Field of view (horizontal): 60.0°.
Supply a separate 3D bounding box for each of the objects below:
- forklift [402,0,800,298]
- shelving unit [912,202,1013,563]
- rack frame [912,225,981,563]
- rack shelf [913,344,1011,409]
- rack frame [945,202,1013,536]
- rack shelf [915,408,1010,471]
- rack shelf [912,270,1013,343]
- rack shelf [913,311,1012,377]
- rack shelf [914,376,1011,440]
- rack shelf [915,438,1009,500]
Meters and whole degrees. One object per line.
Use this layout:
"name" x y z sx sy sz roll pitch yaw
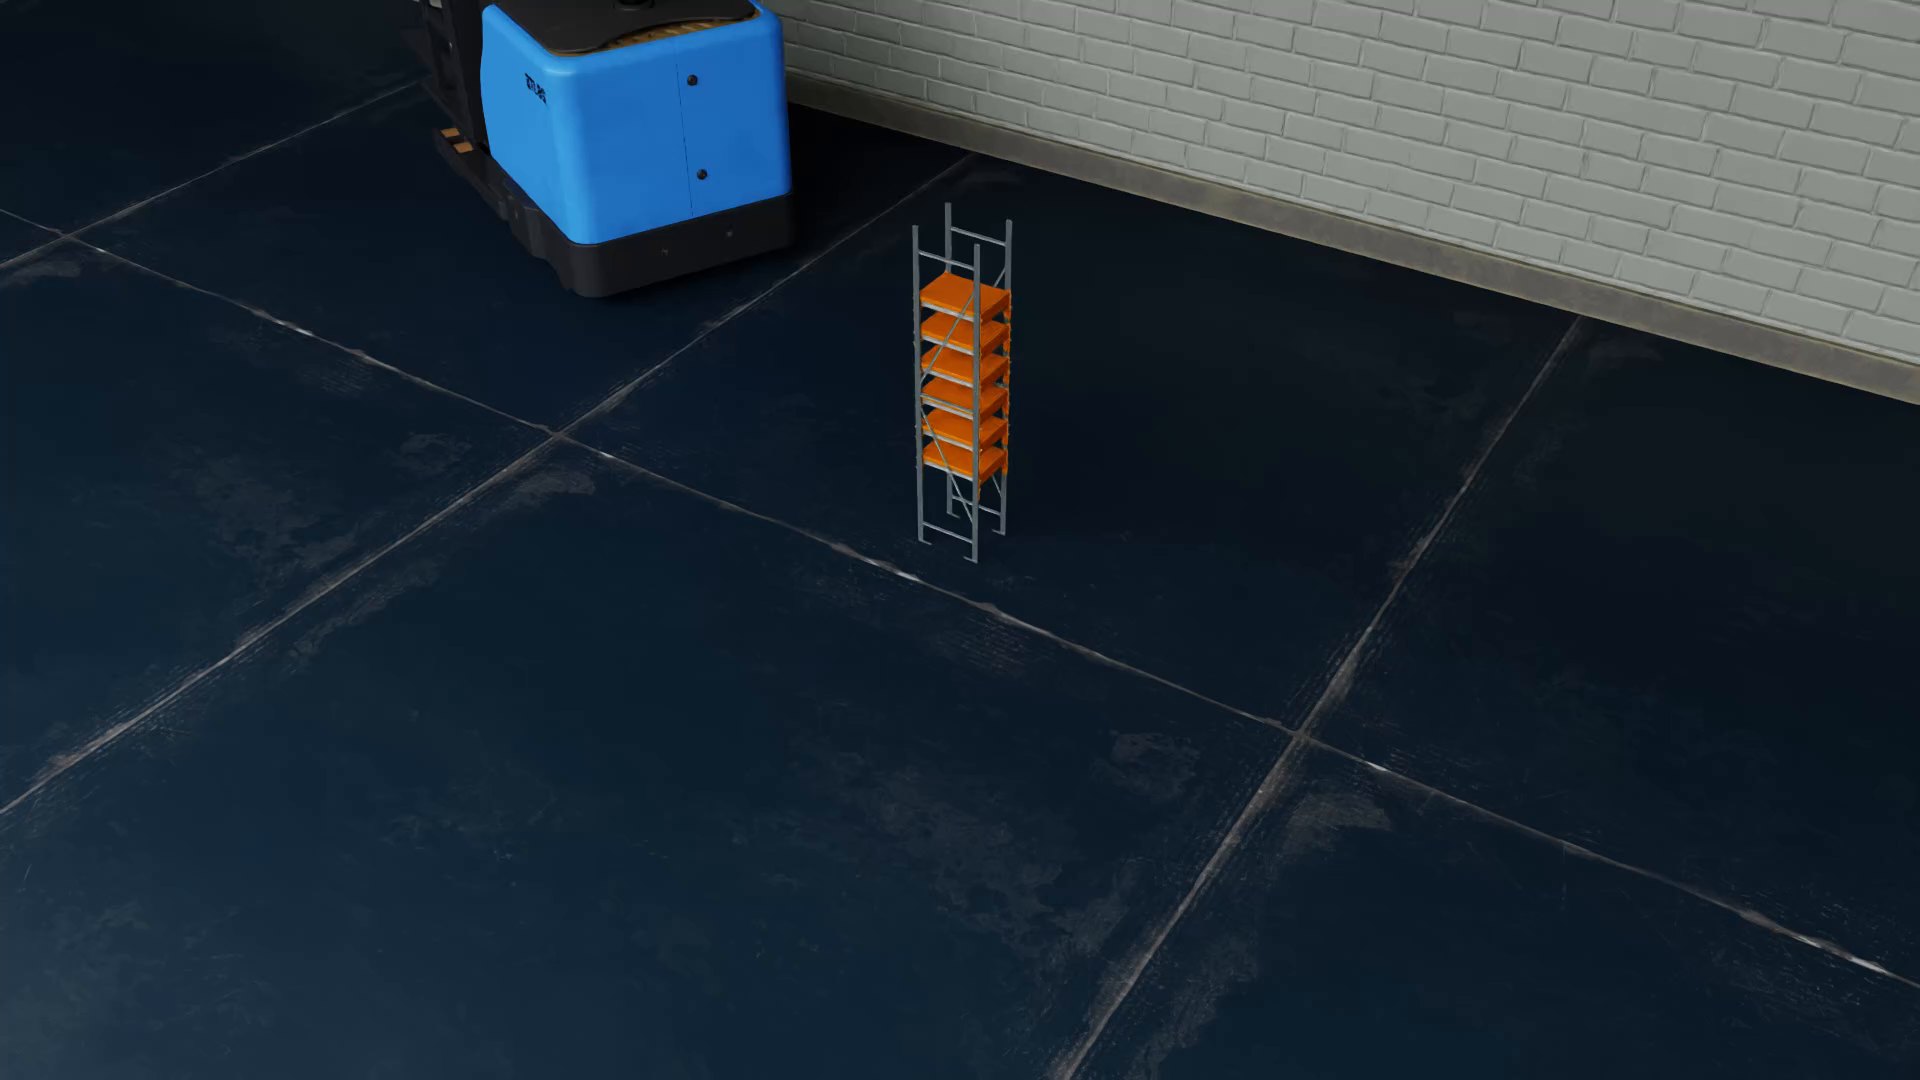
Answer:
"forklift" -1.914 -3.044 7.298 1.130 2.935 3.031 -21 42 -25
"shelving unit" 0.008 -0.483 5.393 0.258 1.200 0.189 21 42 25
"rack frame" -0.041 -0.435 5.332 0.240 1.200 0.006 21 42 25
"rack shelf" 0.008 -0.542 5.347 0.258 0.103 0.180 21 42 25
"rack frame" 0.057 -0.530 5.455 0.240 1.200 0.006 21 42 25
"rack shelf" 0.008 -0.352 5.494 0.258 0.103 0.180 21 42 25
"rack shelf" 0.008 -0.733 5.201 0.258 0.103 0.180 21 42 25
"rack shelf" 0.008 -0.638 5.274 0.258 0.103 0.180 21 42 25
"rack shelf" 0.008 -0.447 5.420 0.258 0.103 0.180 21 42 25
"rack shelf" 0.008 -0.257 5.567 0.258 0.103 0.180 21 42 25
